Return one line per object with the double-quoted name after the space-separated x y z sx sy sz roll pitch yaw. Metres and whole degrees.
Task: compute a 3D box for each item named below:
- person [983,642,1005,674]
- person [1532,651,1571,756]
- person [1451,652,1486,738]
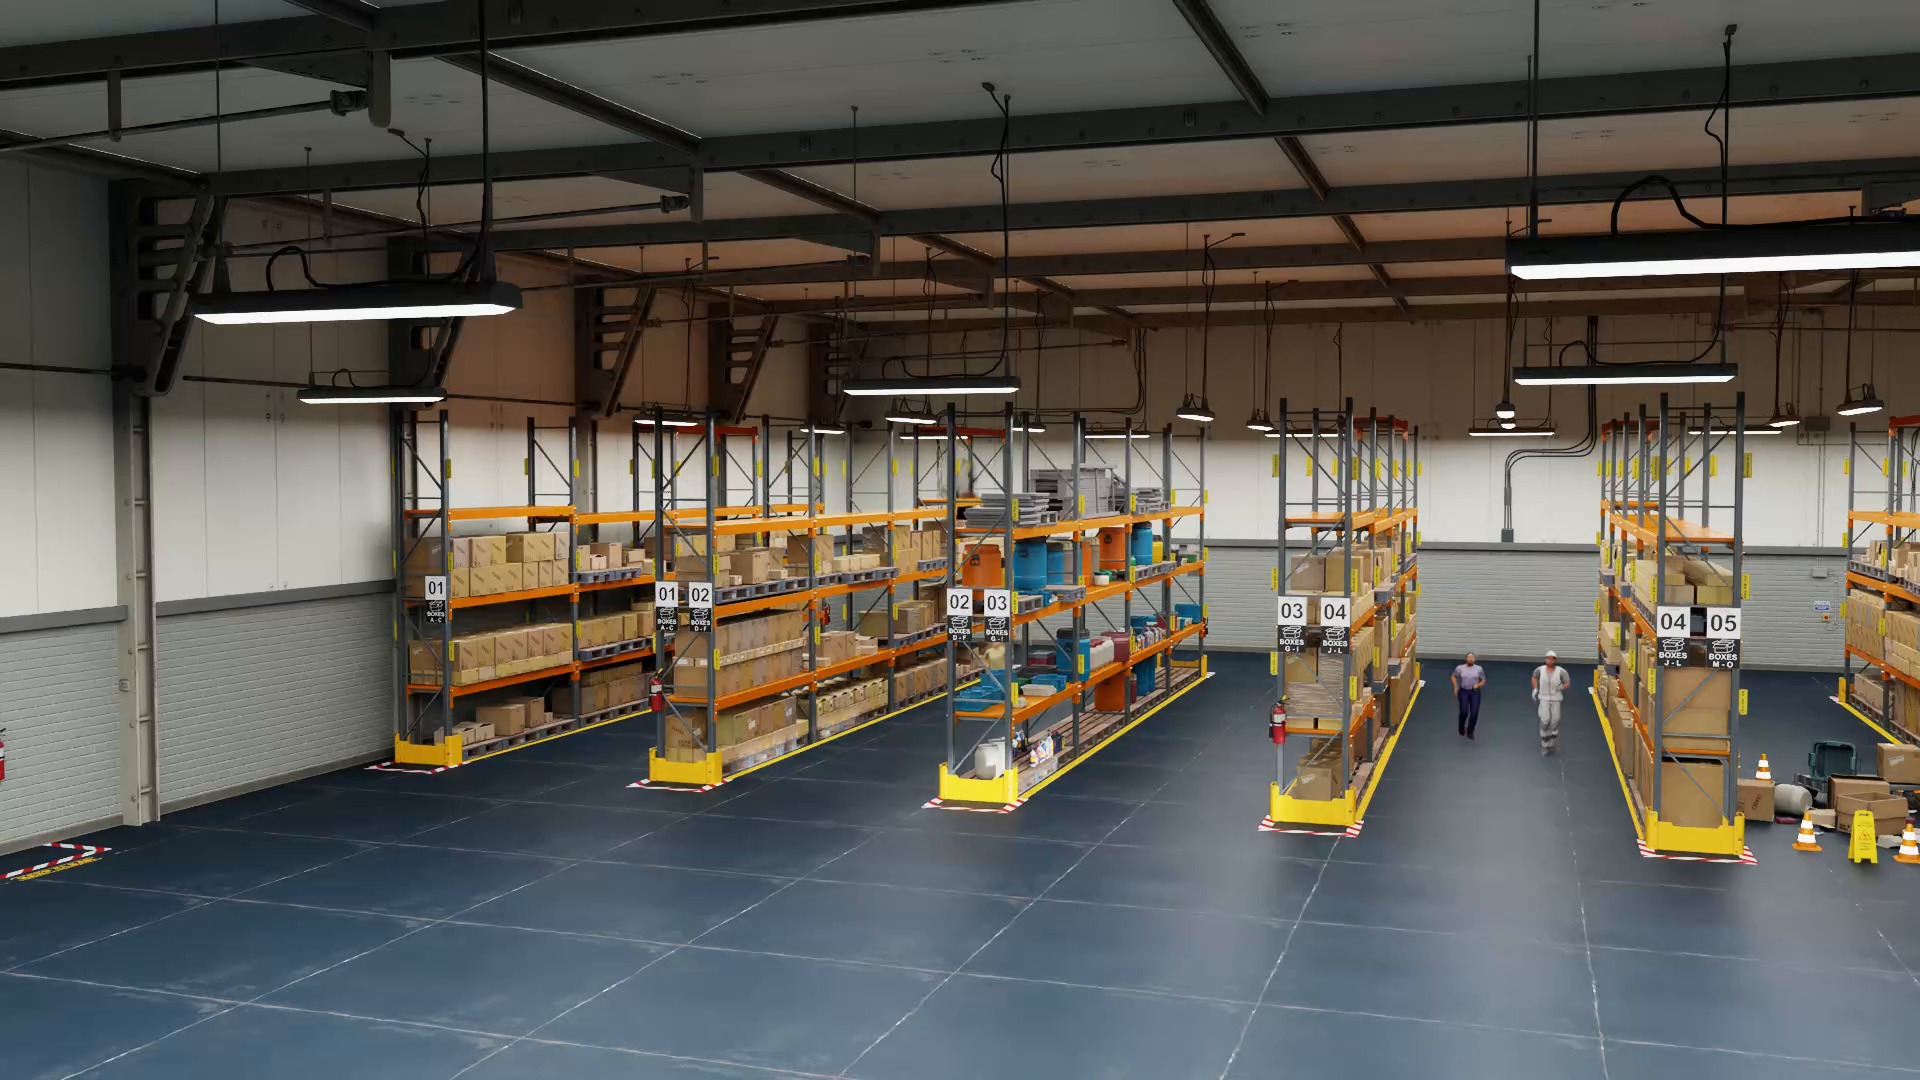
0.730 2.744 33.597 0.590 1.630 0.519 0 2 8 "person"
10.394 2.864 29.231 0.639 1.845 0.783 1 3 18 "person"
9.409 2.880 30.723 0.593 1.594 0.567 0 2 10 "person"
